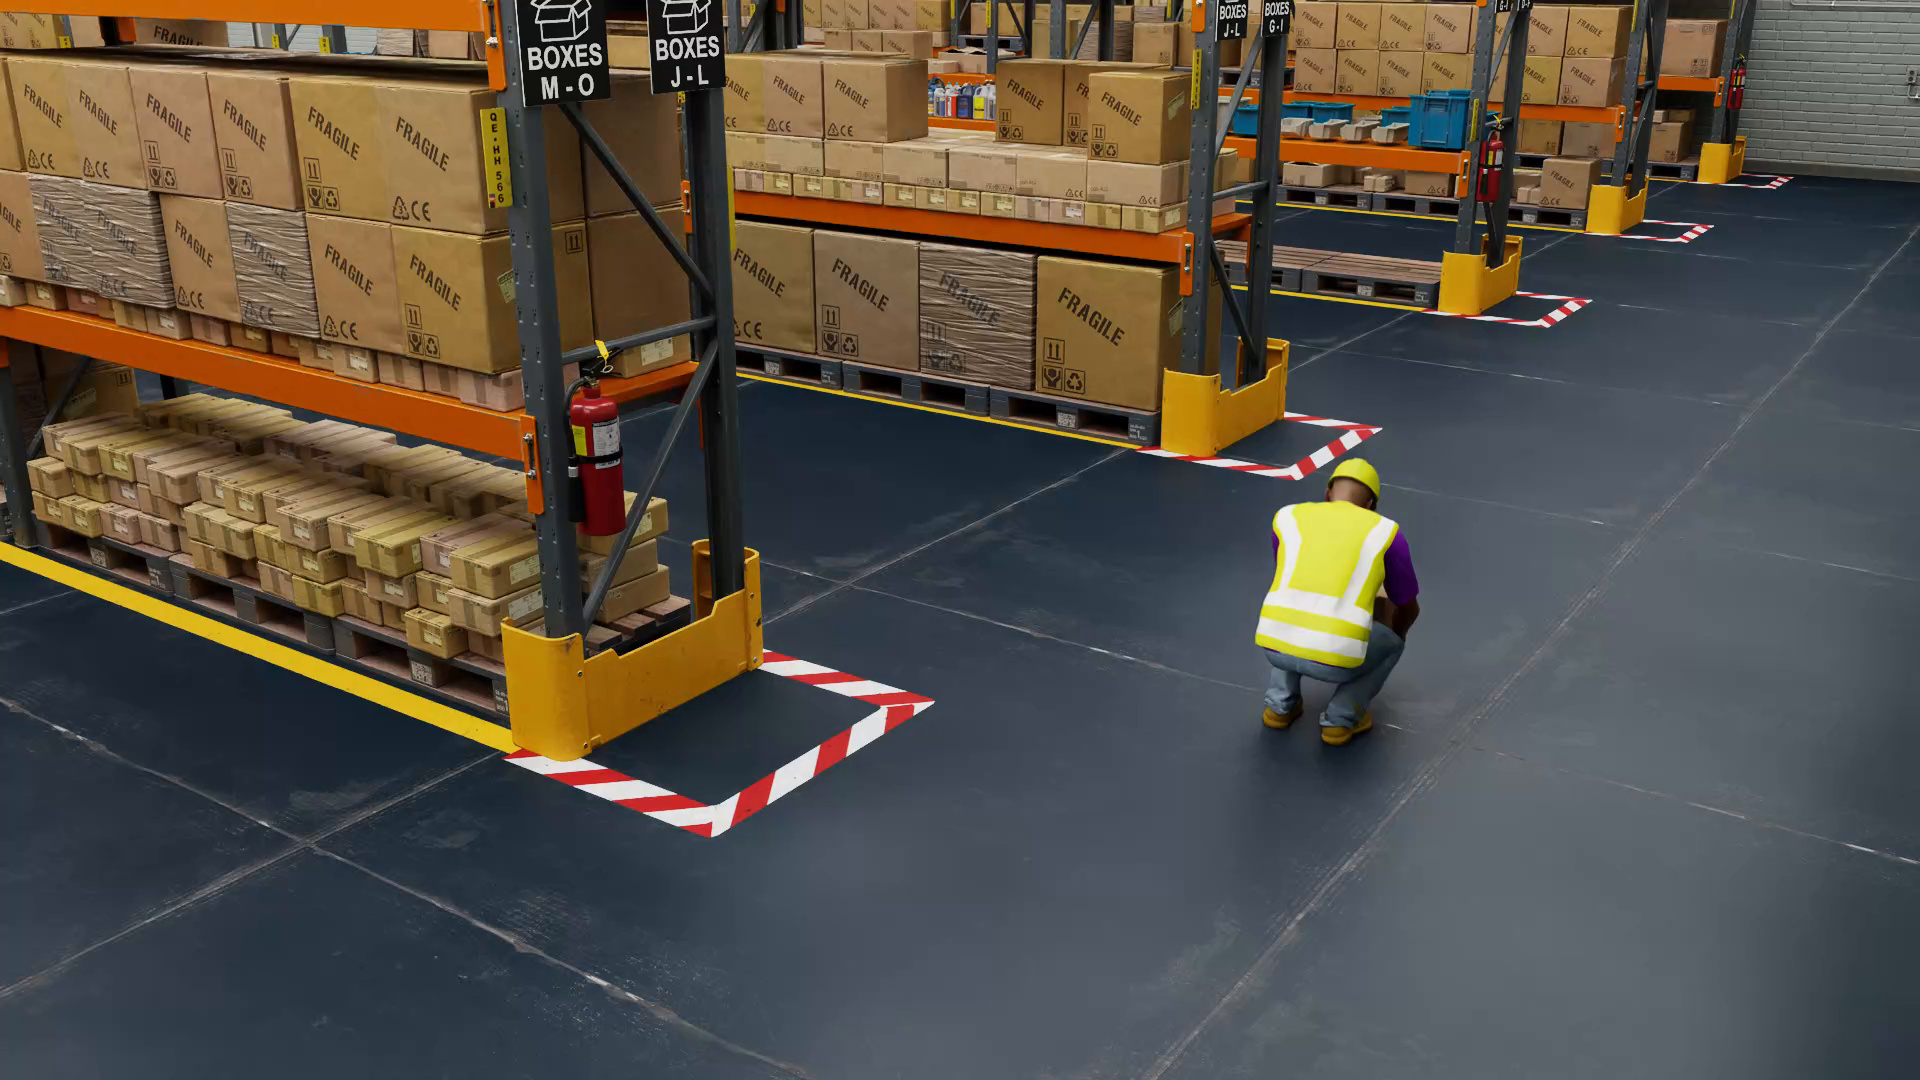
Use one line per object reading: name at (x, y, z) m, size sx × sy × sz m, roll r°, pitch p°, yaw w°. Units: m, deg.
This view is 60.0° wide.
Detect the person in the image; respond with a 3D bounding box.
person at (1.475, 0.222, 6.569) m, size 0.586 × 0.999 × 0.881 m, roll 13°, pitch 23°, yaw 32°
